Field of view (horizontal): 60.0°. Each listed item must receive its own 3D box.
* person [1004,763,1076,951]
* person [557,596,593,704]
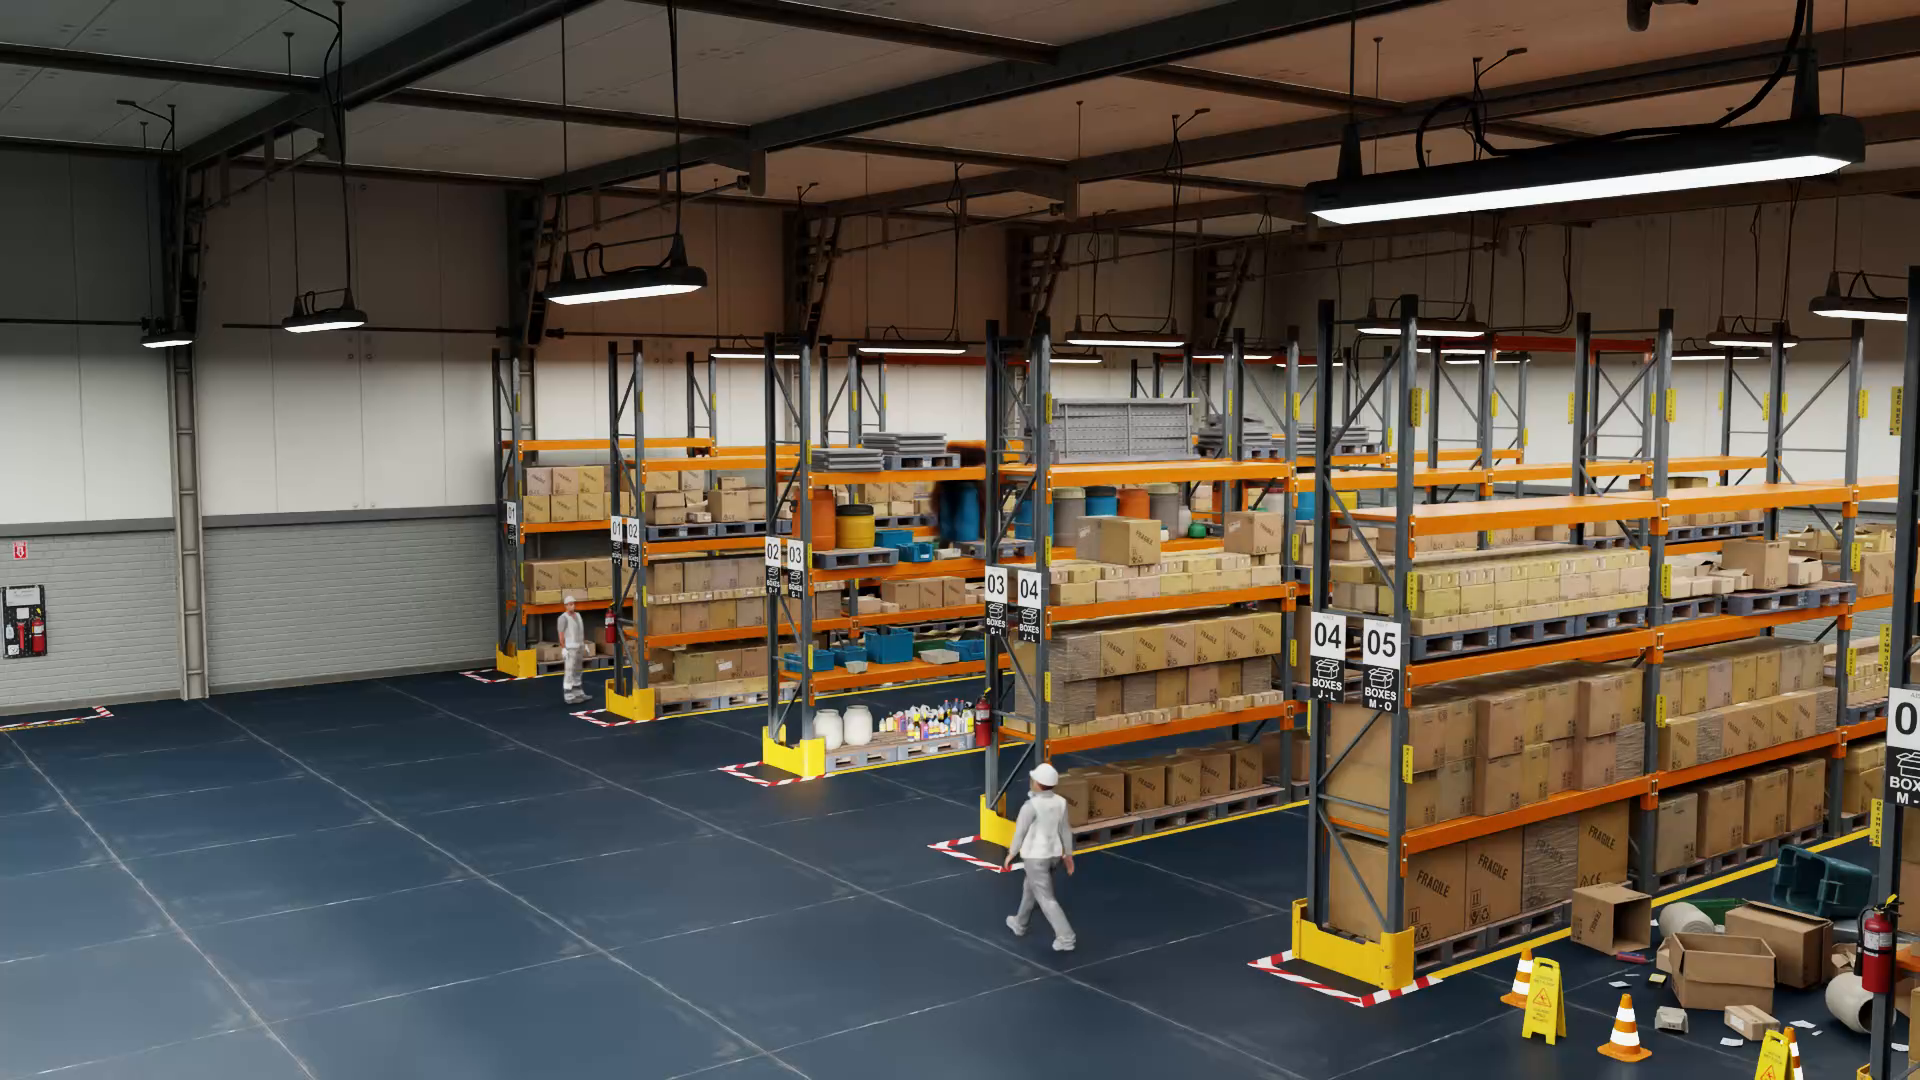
[{"bbox_3d":[0.719,2.937,15.533,1.024,1.733,0.524,4,6,39],"label":"person"},{"bbox_3d":[-6.452,1.823,27.798,0.403,1.793,0.605,1,5,14],"label":"person"}]
